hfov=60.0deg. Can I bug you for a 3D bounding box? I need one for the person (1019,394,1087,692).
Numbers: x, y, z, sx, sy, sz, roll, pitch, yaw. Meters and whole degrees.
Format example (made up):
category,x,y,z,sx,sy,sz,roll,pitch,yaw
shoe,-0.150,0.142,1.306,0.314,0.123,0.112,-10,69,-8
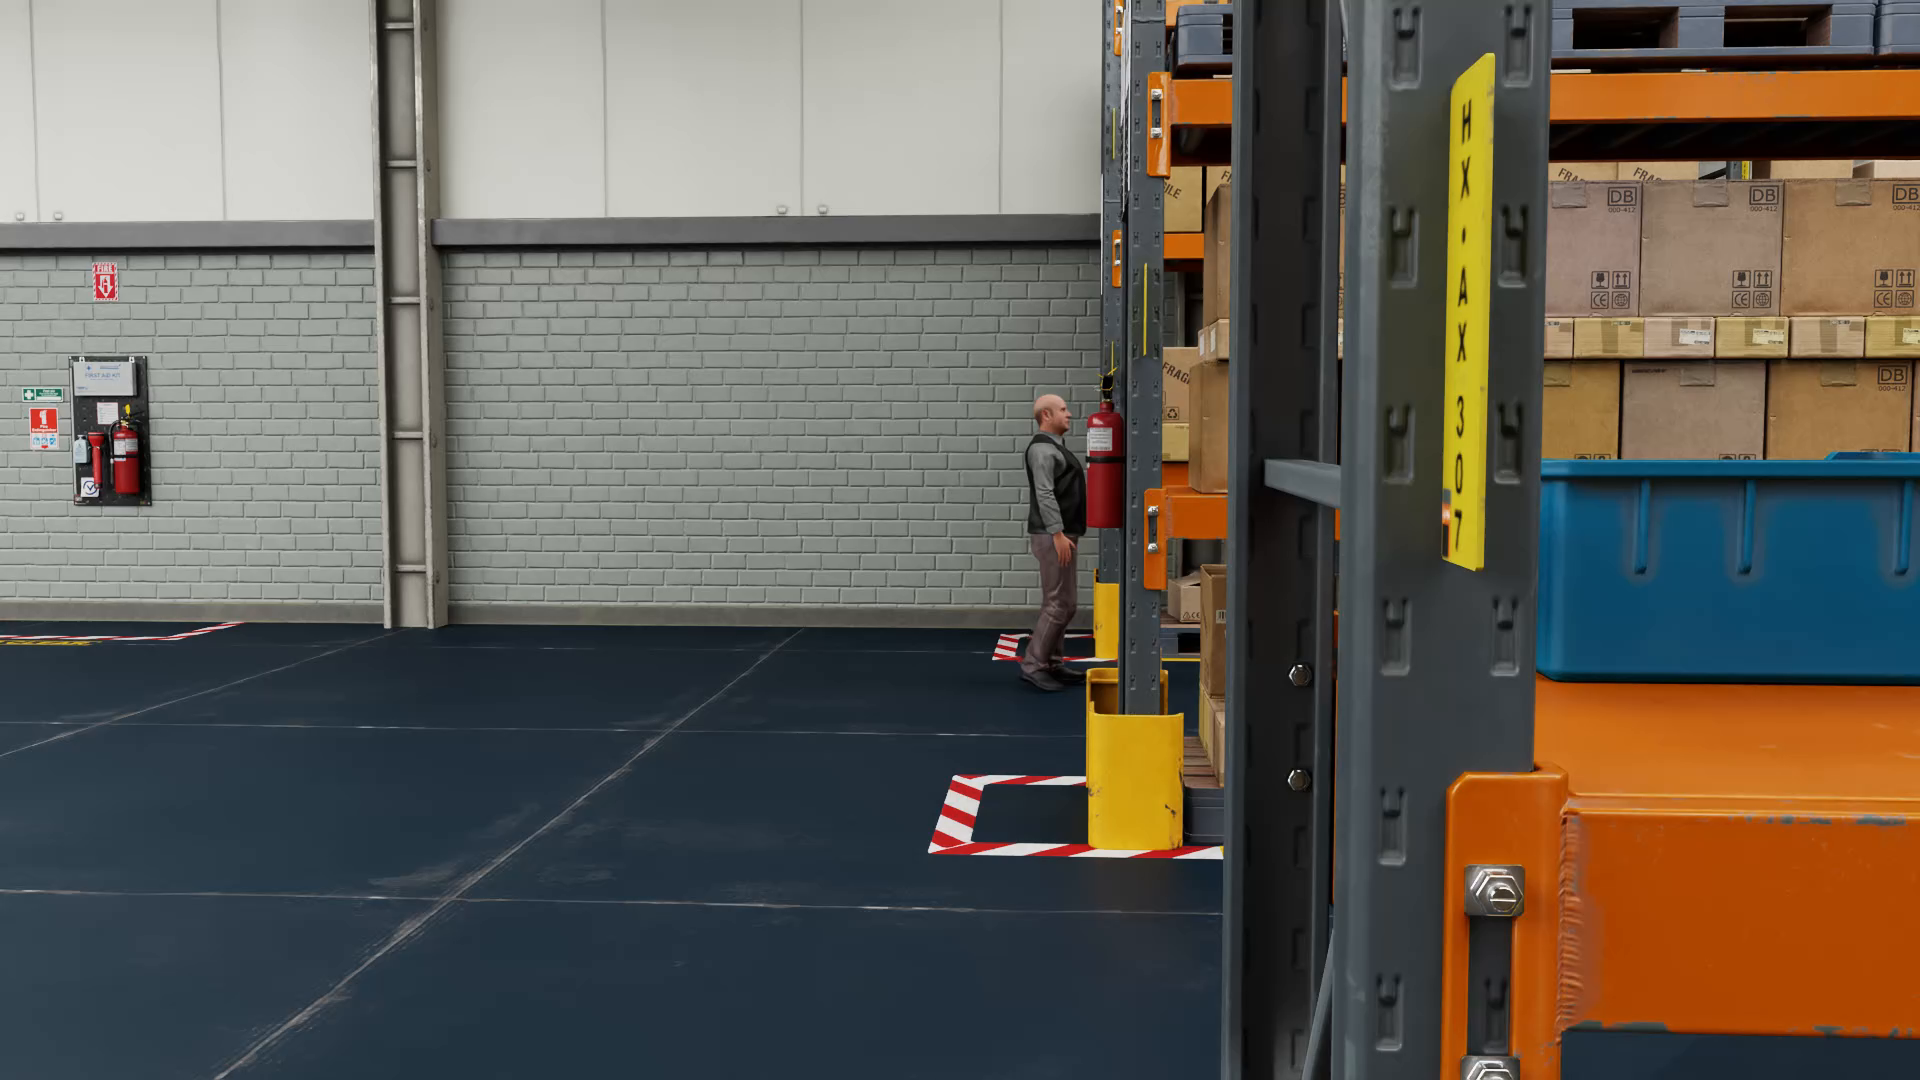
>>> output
category,x,y,z,sx,sy,sz,roll,pitch,yaw
person,0.562,0.005,9.821,0.399,1.726,0.561,1,4,8
